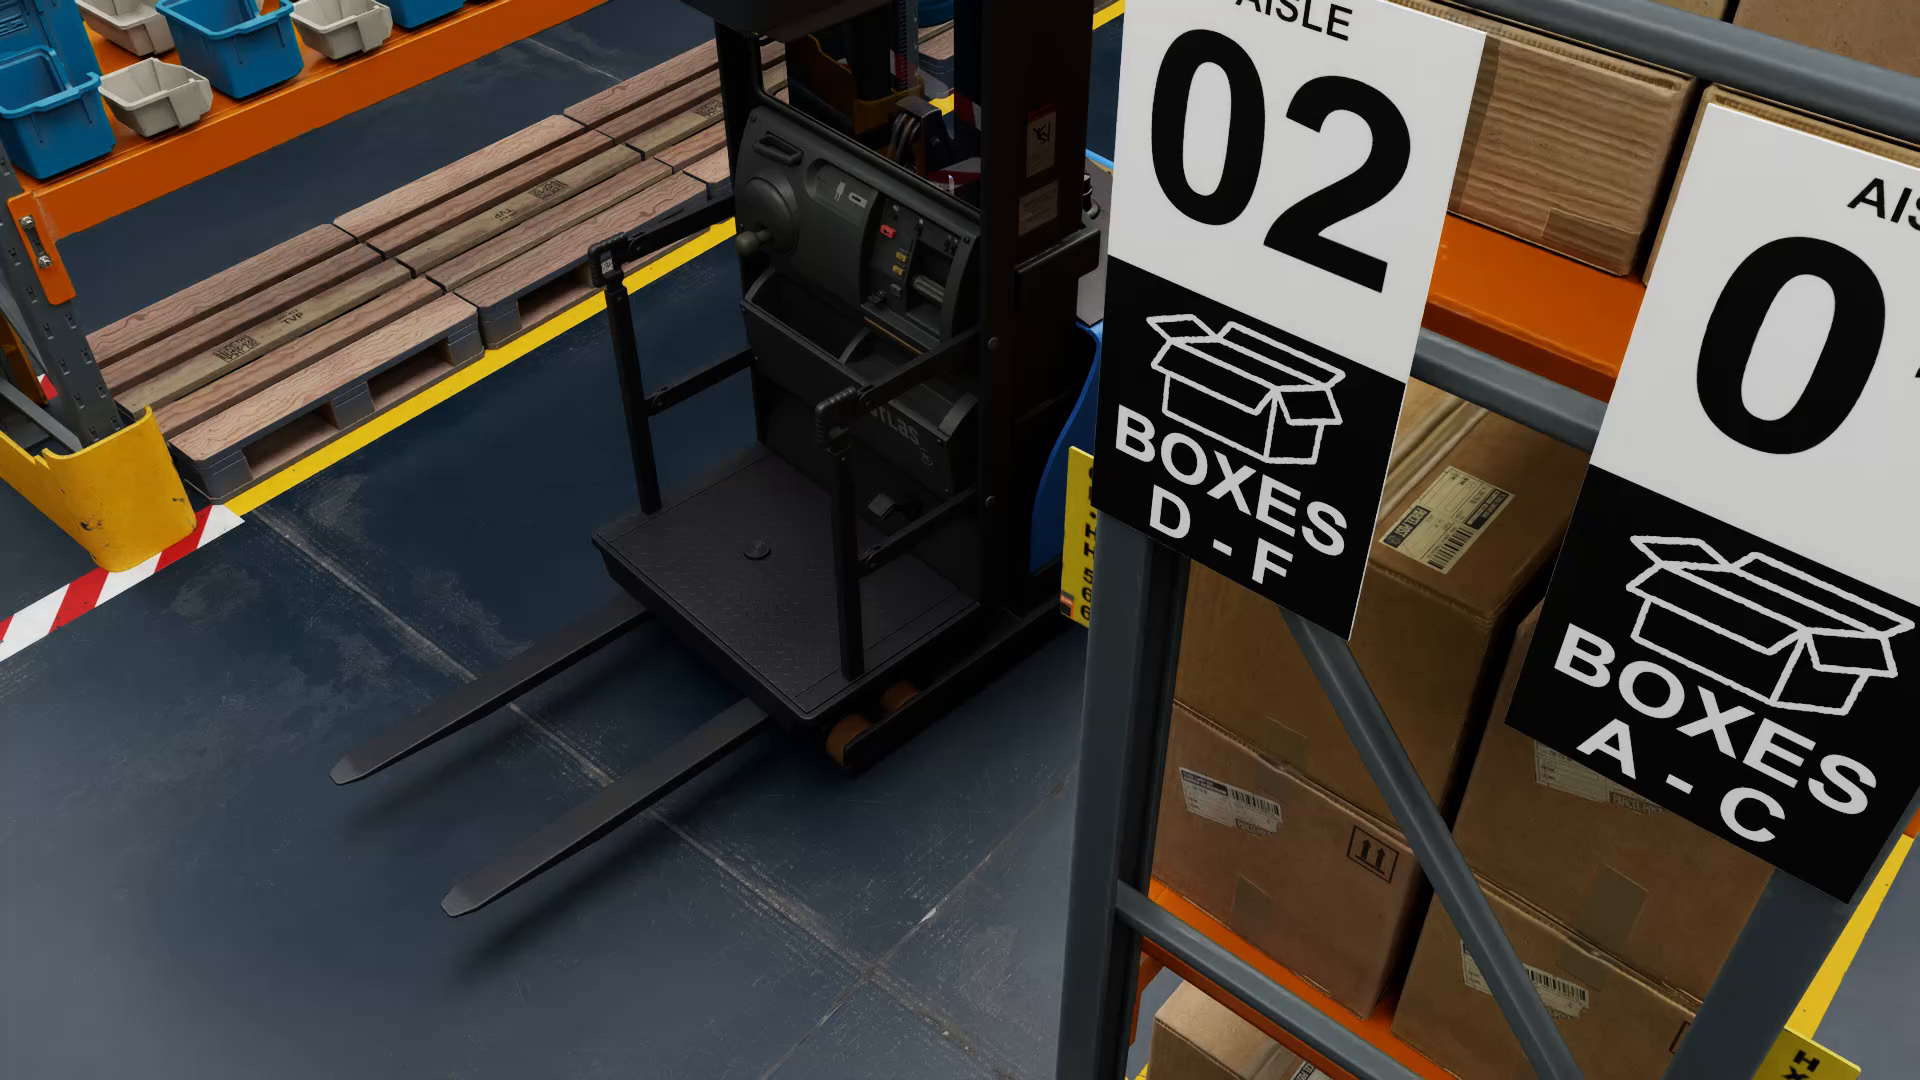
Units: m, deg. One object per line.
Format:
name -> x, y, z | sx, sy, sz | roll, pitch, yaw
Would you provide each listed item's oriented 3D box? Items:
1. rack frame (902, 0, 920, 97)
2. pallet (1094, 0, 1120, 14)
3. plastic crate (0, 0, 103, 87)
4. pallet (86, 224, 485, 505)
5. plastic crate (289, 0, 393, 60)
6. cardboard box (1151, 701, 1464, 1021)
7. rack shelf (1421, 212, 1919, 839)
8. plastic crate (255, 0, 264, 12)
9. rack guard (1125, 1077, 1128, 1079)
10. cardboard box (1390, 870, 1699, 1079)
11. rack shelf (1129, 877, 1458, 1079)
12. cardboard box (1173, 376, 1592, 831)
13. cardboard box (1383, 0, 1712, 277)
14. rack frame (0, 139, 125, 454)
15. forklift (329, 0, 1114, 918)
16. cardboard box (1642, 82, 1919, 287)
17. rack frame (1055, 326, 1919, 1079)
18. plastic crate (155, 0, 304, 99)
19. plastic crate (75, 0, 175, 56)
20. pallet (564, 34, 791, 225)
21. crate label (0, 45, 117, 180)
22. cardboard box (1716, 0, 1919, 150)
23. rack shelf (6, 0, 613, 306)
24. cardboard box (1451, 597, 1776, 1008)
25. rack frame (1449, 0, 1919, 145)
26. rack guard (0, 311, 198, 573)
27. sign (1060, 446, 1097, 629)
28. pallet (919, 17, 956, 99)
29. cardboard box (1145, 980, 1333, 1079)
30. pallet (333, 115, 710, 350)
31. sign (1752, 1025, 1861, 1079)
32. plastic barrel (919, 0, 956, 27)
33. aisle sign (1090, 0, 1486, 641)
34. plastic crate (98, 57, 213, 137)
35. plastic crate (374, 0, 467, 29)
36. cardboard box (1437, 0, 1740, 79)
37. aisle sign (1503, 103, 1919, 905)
rack frame -> -0.610, -3.400, 7.260 | 1.000, 3.000, 0.127 | 29, 50, 28
pallet -> 0.703, -3.378, 9.309 | 1.003, 0.211, 1.213 | 29, 50, 28
plastic crate -> -3.112, -1.629, 5.241 | 0.616, 0.435, 0.499 | 29, 50, 28
pallet -> -2.624, -0.716, 6.381 | 1.003, 0.211, 1.213 | 29, 50, 28
plastic crate -> -2.067, -1.728, 5.572 | 0.250, 0.136, 0.298 | 29, 50, 28
cardboard box -> 0.684, 0.421, 2.983 | 0.500, 0.500, 0.500 | 31, 51, 30
rack shelf -> 1.891, -1.067, 2.999 | 1.077, 0.370, 4.000 | 29, 50, 28
plastic crate -> -2.601, -1.906, 5.768 | 0.396, 0.136, 0.243 | 29, 50, 28
rack guard -> 0.653, 1.692, 3.518 | 1.175, 0.500, 0.348 | 29, 50, 28
cardboard box -> 1.092, 0.655, 2.726 | 0.500, 0.500, 0.500 | 31, 50, 29
rack shelf -> 1.891, 0.043, 4.008 | 1.077, 0.370, 4.000 | 29, 50, 28
cardboard box -> 0.680, 0.051, 2.647 | 0.500, 0.500, 0.500 | 29, 50, 28
cardboard box -> 0.733, -0.627, 2.091 | 0.500, 0.250, 0.500 | 29, 50, 28
rack frame -> -3.185, -1.340, 4.994 | 1.000, 3.000, 0.127 | 29, 50, 28
forklift -> -0.455, -0.796, 4.447 | 3.031, 2.935, 1.130 | -32, 51, -31
cardboard box -> 1.129, -0.403, 1.845 | 0.500, 0.250, 0.500 | 29, 50, 28
rack frame -> 0.604, 0.806, 2.634 | 1.000, 3.000, 0.127 | 29, 50, 28
plastic crate -> -2.350, -1.624, 5.386 | 0.416, 0.233, 0.300 | 29, 50, 28
plastic crate -> -2.798, -1.763, 5.611 | 0.396, 0.136, 0.243 | 29, 50, 28
pallet -> -1.054, -1.973, 7.763 | 1.003, 0.211, 1.213 | 29, 50, 28
crate label -> -2.774, -1.285, 5.014 | 0.416, 0.233, 0.303 | 29, 50, 28
cardboard box -> 1.134, -0.585, 1.674 | 0.500, 0.250, 0.500 | 29, 50, 28
rack shelf -> -1.897, -2.104, 6.369 | 1.077, 0.370, 4.000 | 29, 50, 28
cardboard box -> 1.092, 0.285, 2.389 | 0.500, 0.500, 0.500 | 31, 51, 30
rack frame -> 0.604, -1.413, 0.615 | 1.000, 3.000, 0.127 | 29, 50, 28
rack guard -> -3.190, -0.397, 5.815 | 1.175, 0.500, 0.348 | 29, 50, 28
sign -> 0.192, 0.010, 2.413 | 0.100, 0.325, 0.005 | 29, 50, 28
pallet -> -0.082, -2.747, 8.615 | 1.003, 0.211, 1.213 | 29, 50, 28
cardboard box -> 0.766, 1.182, 3.752 | 0.500, 0.500, 0.500 | 29, 50, 28
pallet -> -1.839, -1.342, 7.069 | 1.003, 0.211, 1.213 | 29, 50, 28
sign -> 1.020, 0.721, 2.084 | 0.100, 0.325, 0.005 | 29, 50, 28
plastic barrel -> -0.247, -3.052, 8.124 | 0.600, 0.901, 0.708 | 29, 50, 28
aisle sign -> 0.326, -0.253, 1.866 | 0.394, 0.787, 0.004 | 29, 50, 28
plastic crate -> -2.504, -1.379, 5.188 | 0.250, 0.136, 0.298 | 29, 50, 28
plastic crate -> -1.926, -1.963, 5.759 | 0.416, 0.233, 0.300 | 29, 50, 28
cardboard box -> 0.740, -0.808, 1.919 | 0.500, 0.250, 0.500 | 29, 50, 28
aisle sign -> 0.785, 0.007, 1.581 | 0.394, 0.787, 0.004 | 29, 50, 28
